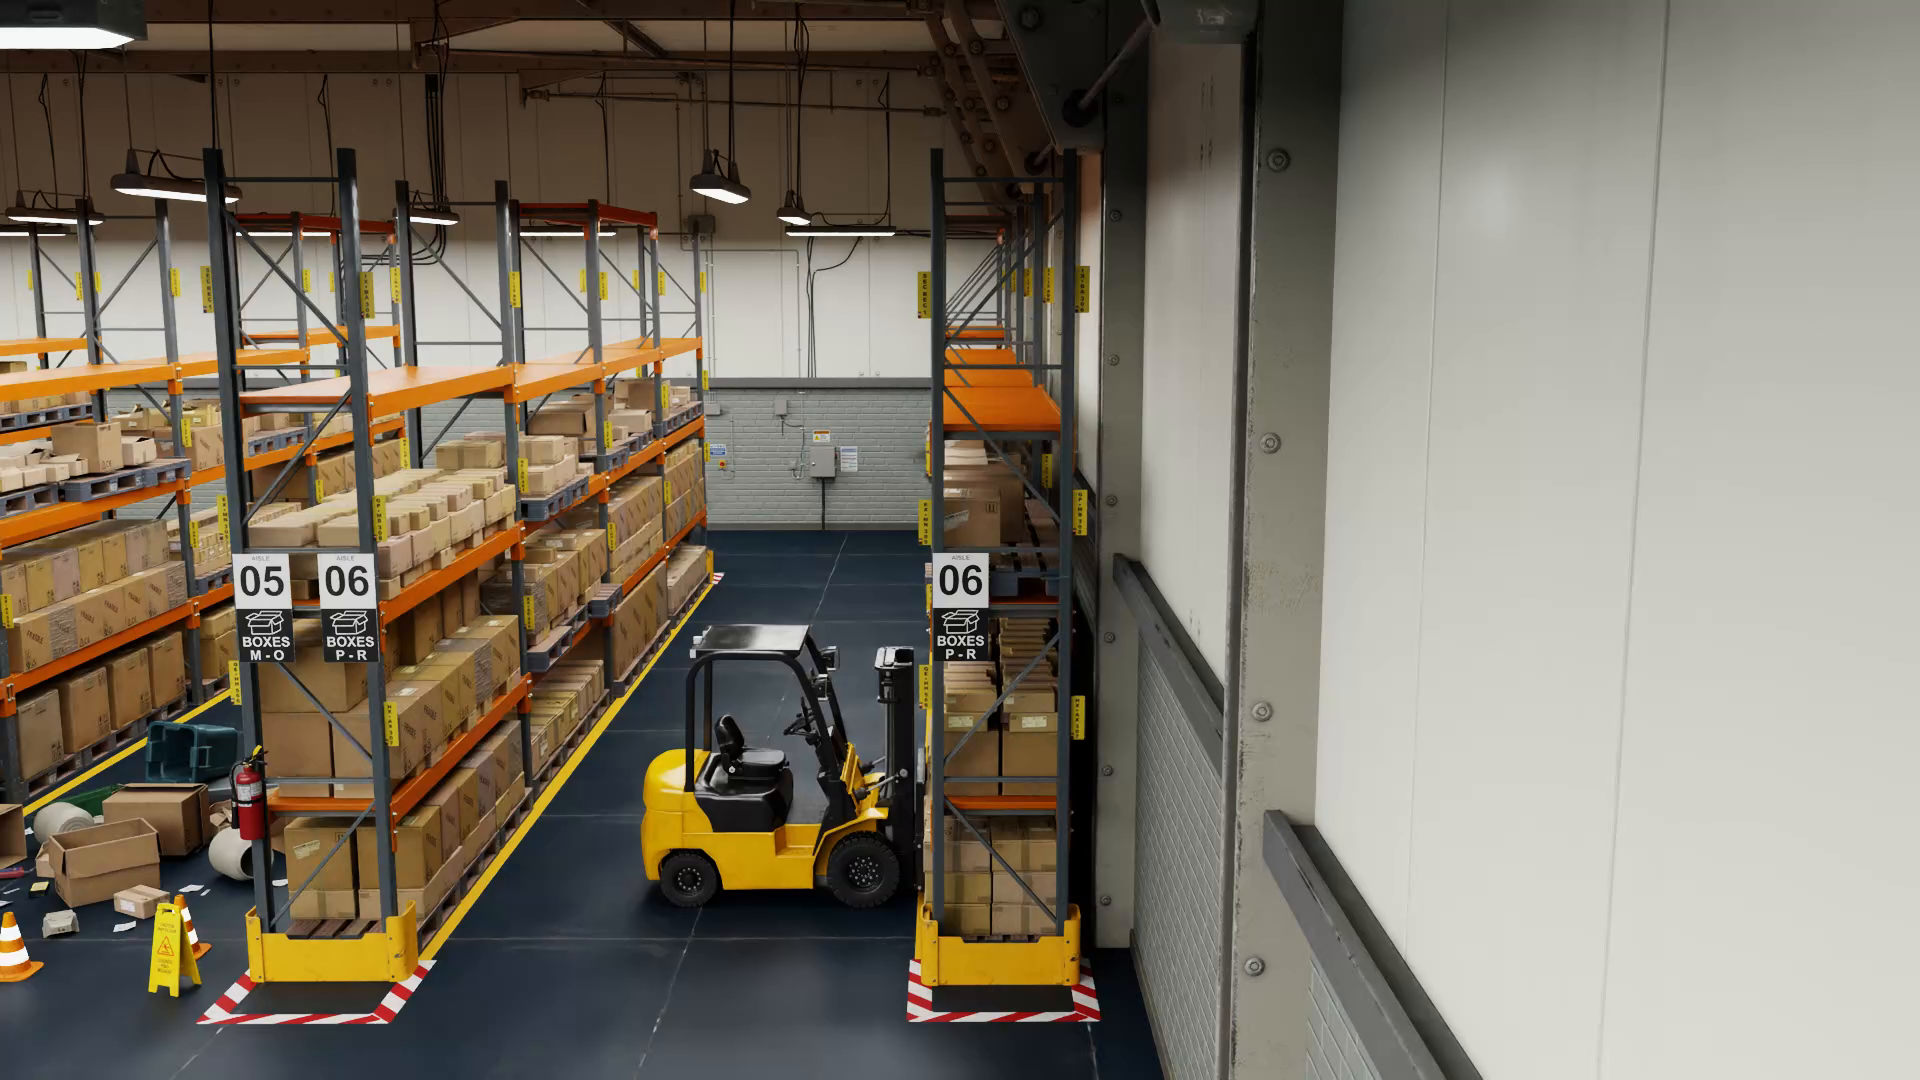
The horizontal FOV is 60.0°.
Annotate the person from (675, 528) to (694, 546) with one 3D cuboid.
[{"bbox_3d":[-4.904,-0.325,29.208,0.596,1.668,0.676,2,9,15],"label":"person"}]
